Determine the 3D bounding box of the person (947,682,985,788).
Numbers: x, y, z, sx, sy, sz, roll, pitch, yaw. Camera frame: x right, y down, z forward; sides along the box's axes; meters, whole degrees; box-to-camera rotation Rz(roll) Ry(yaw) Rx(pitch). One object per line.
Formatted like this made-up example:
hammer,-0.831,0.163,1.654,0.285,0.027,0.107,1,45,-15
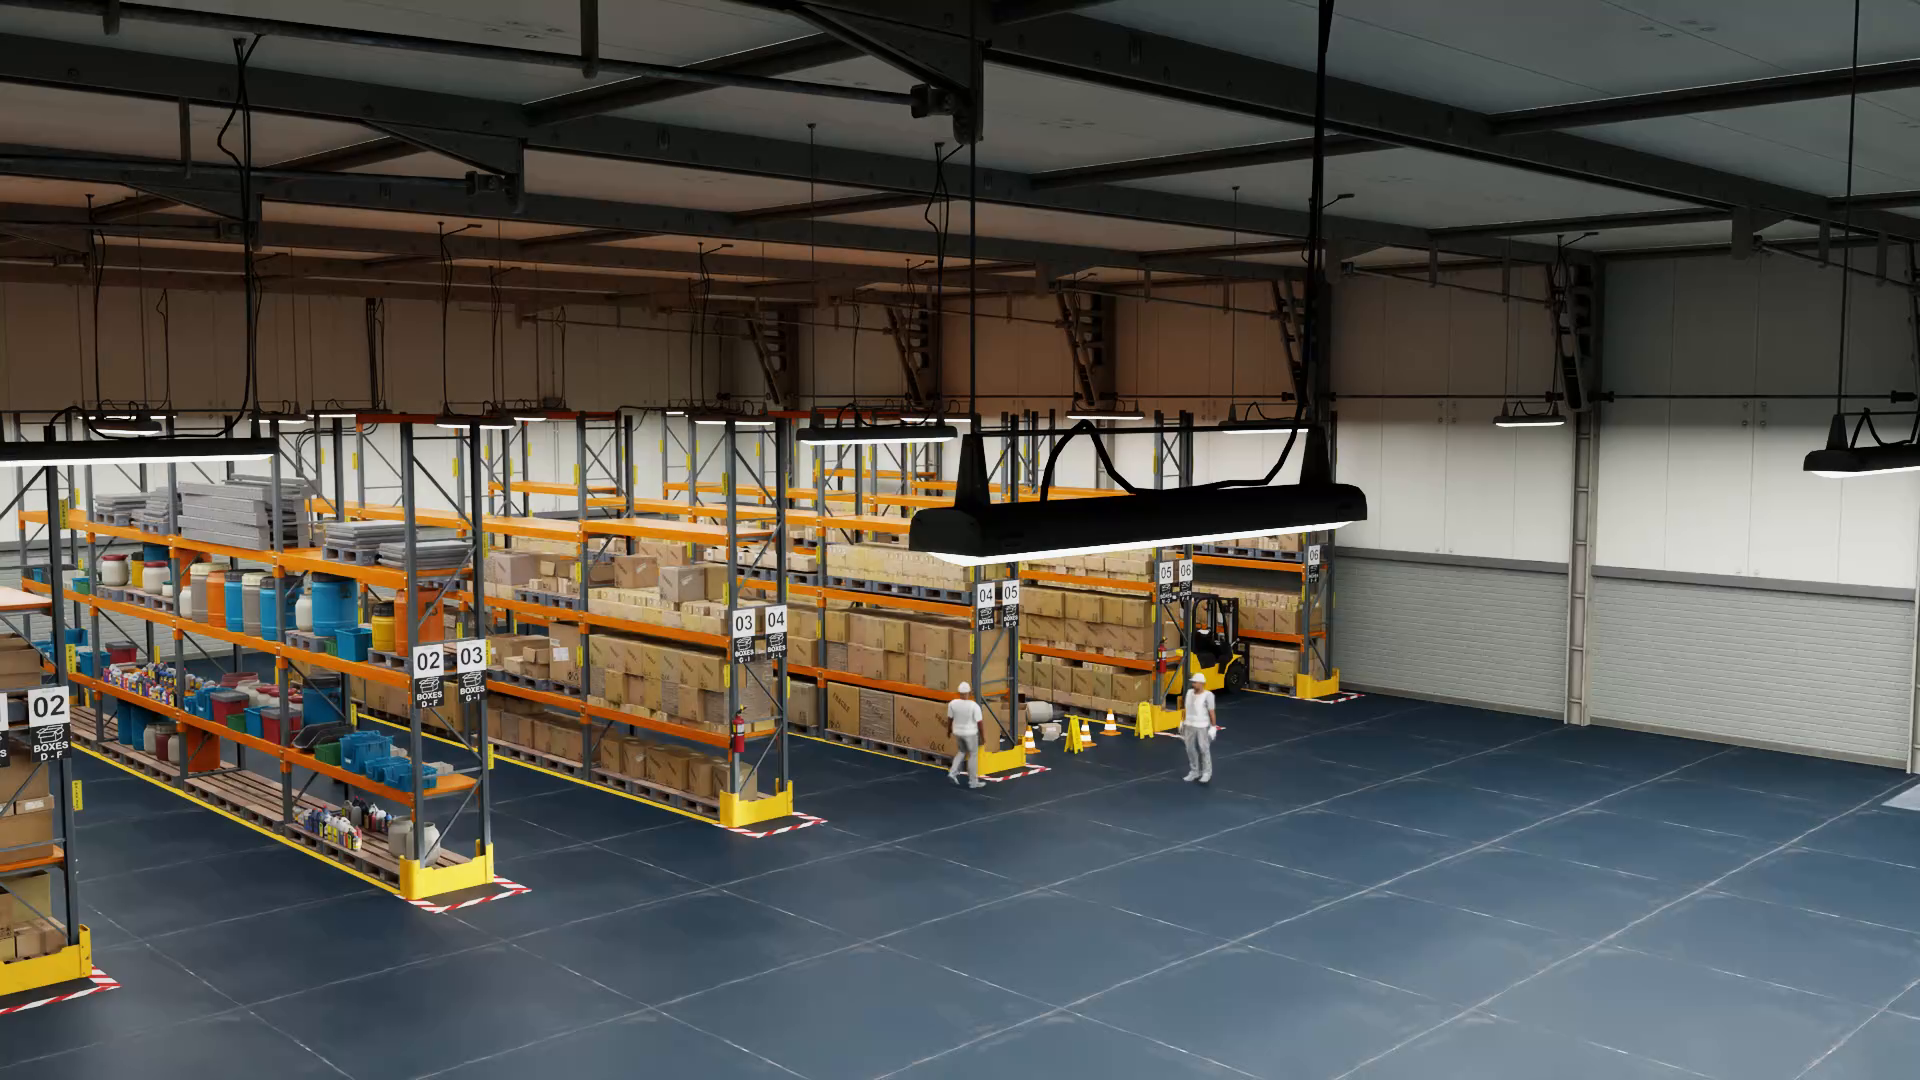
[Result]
person,0.083,3.135,26.872,0.699,1.745,0.576,4,6,36

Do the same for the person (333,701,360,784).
person,-9.955,3.120,27.070,0.615,1.708,0.498,3,6,31

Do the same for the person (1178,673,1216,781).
person,3.898,3.079,27.276,0.684,1.822,0.370,4,6,39
